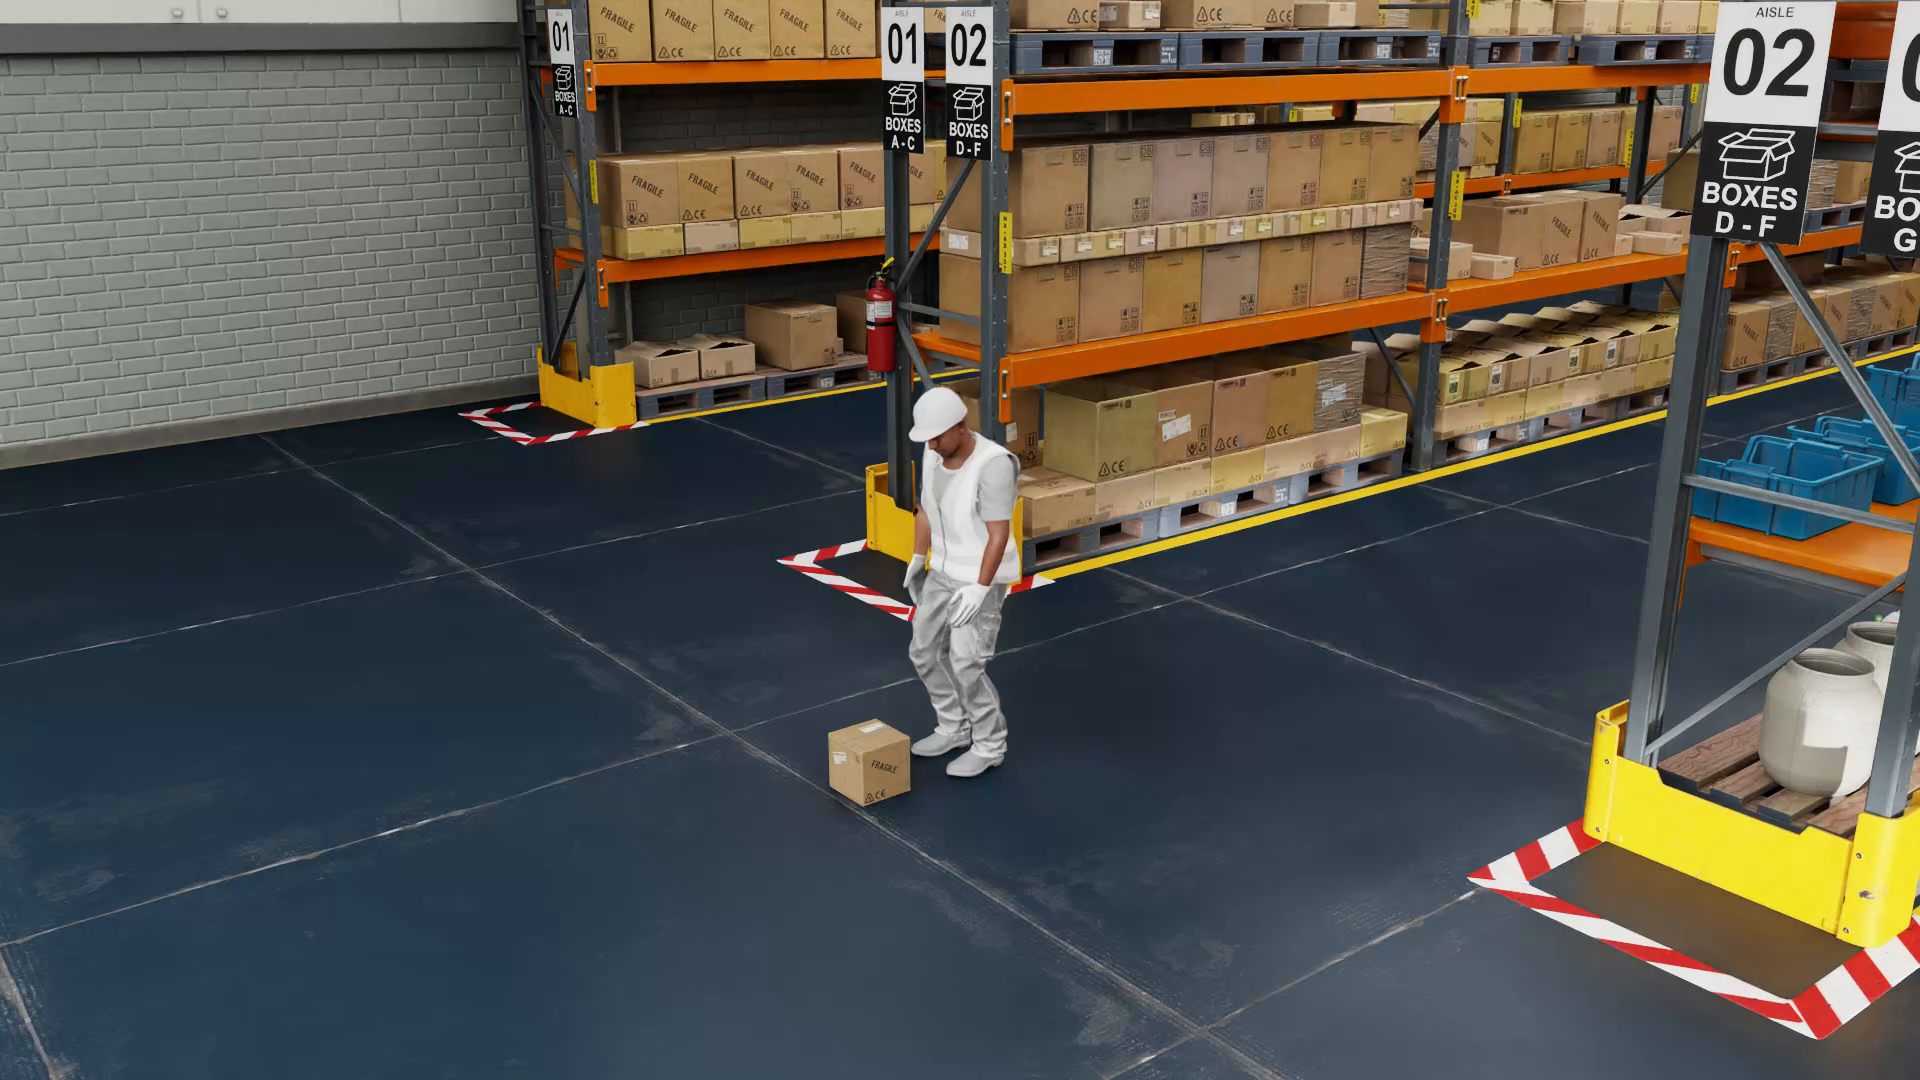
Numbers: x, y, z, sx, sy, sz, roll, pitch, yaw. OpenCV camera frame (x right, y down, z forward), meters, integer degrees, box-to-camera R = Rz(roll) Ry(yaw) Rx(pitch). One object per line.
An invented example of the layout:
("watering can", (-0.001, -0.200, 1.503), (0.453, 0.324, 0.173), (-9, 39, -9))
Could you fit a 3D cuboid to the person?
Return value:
("person", (0.008, 0.169, 7.110), (0.497, 1.709, 0.580), (-12, 21, -34))
